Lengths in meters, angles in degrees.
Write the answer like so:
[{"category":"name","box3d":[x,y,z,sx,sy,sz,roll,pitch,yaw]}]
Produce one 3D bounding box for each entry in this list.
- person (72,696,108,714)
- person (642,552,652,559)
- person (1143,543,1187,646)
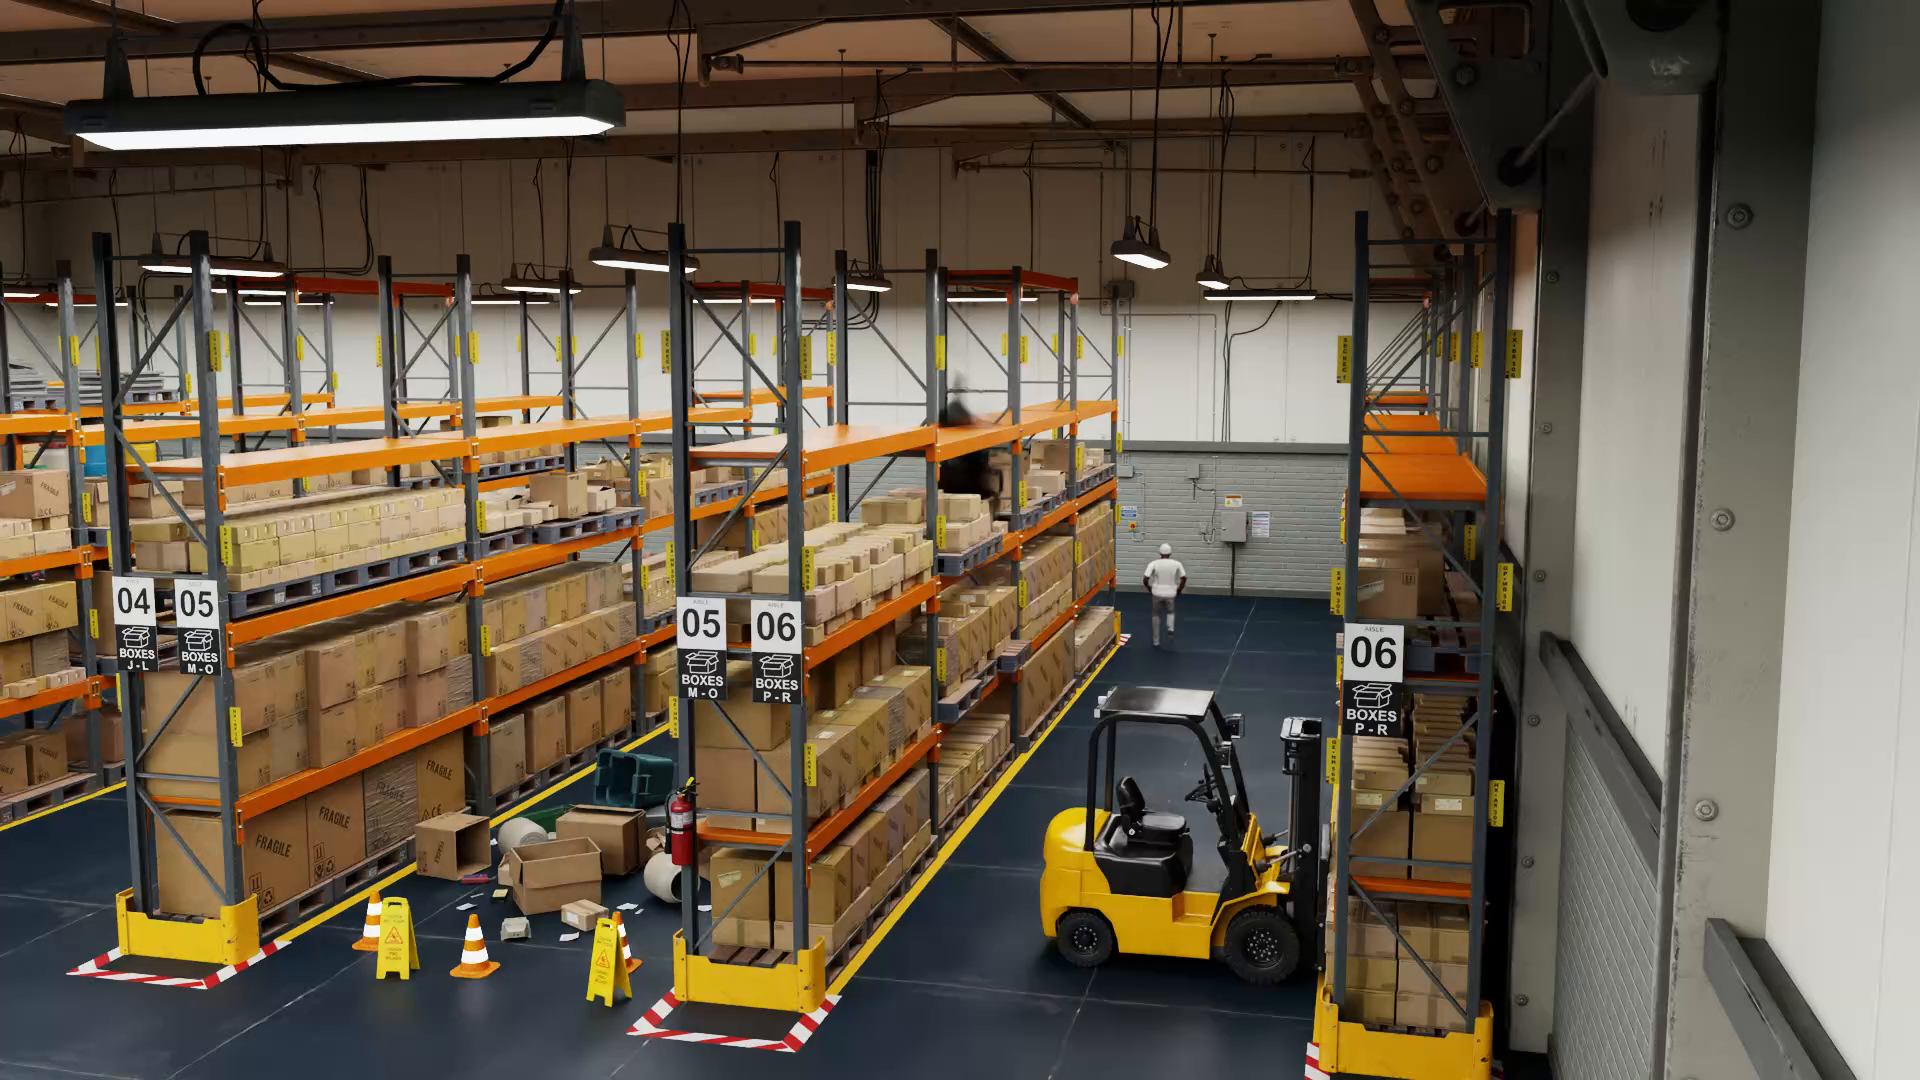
[{"category":"person","box3d":[-11.373,1.710,21.567,0.630,1.656,0.949,2,7,13]},{"category":"person","box3d":[-5.089,1.040,27.002,0.669,1.691,0.821,2,7,13]},{"category":"person","box3d":[3.424,0.921,27.855,0.712,1.741,0.555,0,7,2]}]
